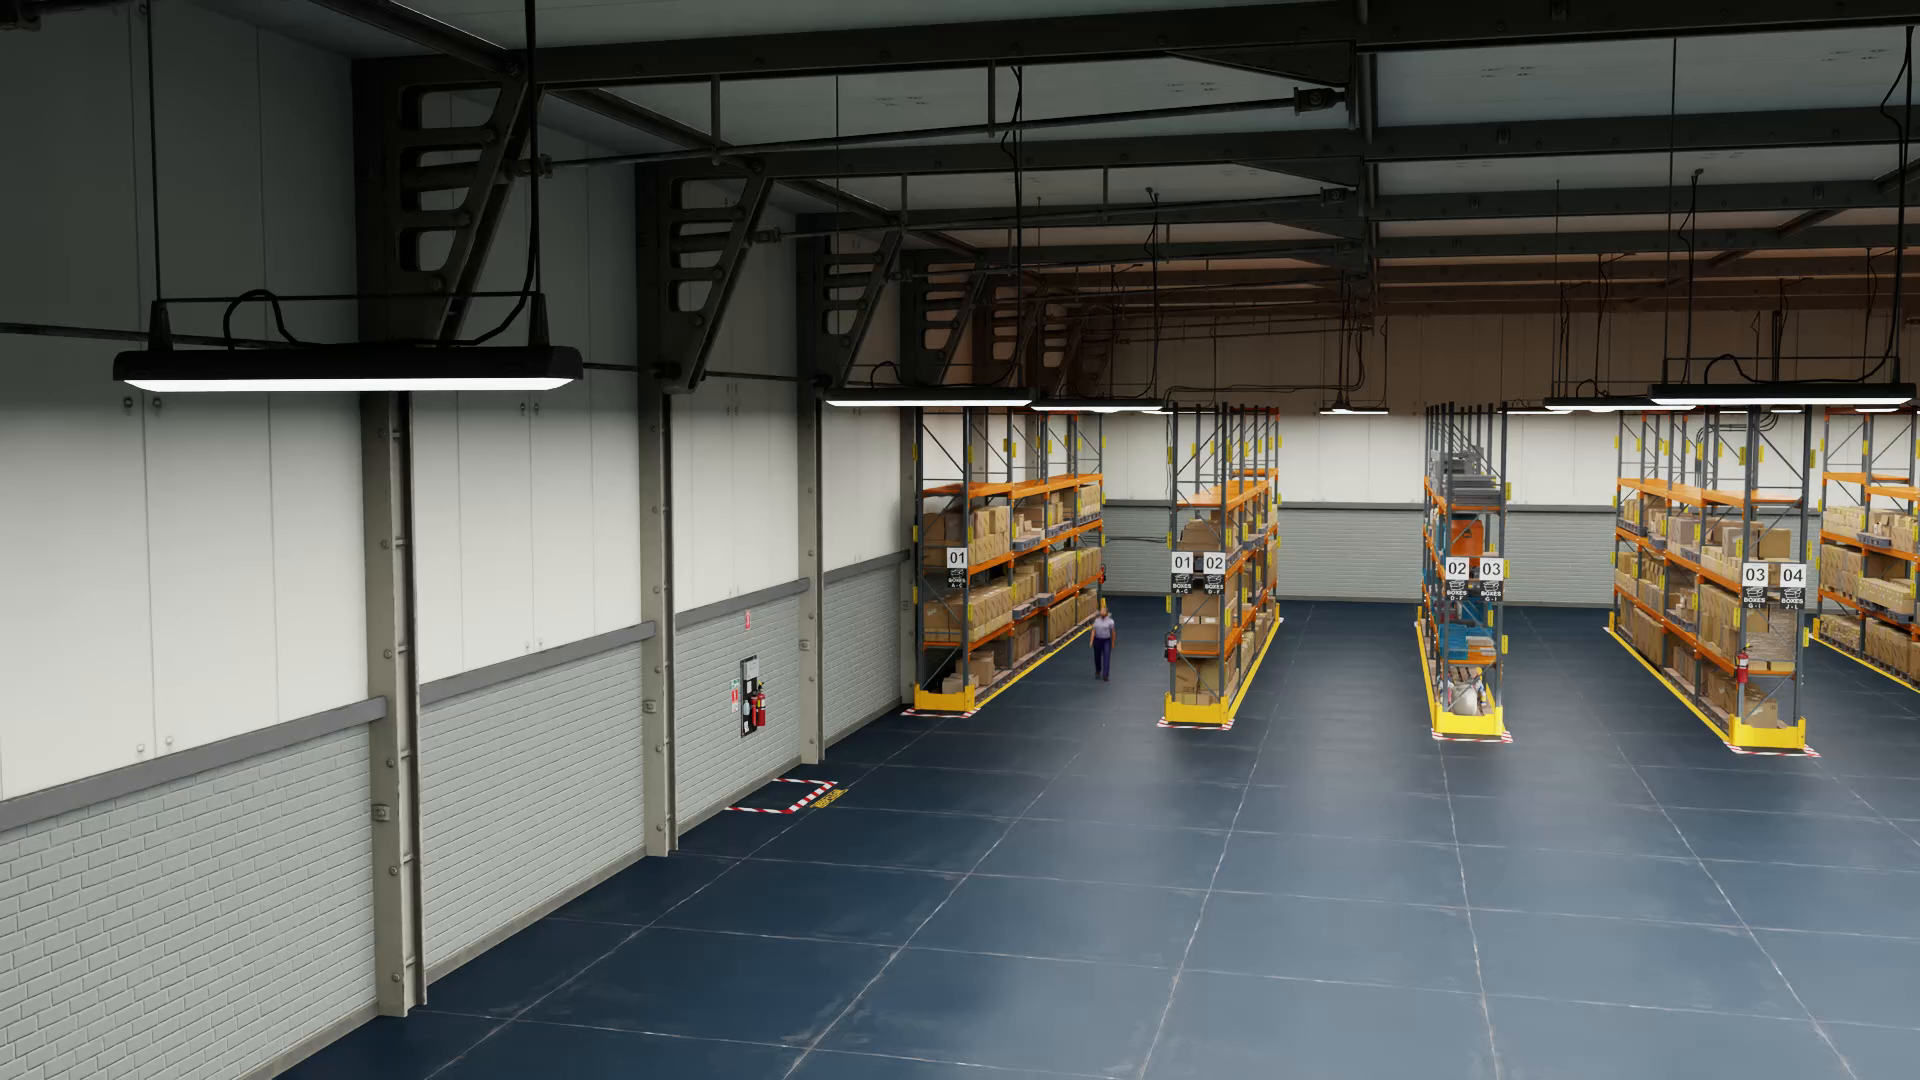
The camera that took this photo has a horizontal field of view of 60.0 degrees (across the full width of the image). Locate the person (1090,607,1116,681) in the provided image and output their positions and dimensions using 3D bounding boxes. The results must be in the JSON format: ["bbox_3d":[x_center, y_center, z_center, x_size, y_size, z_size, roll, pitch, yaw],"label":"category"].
[{"bbox_3d":[3.115,2.254,36.261,0.548,1.594,0.978,1,4,7],"label":"person"}]
